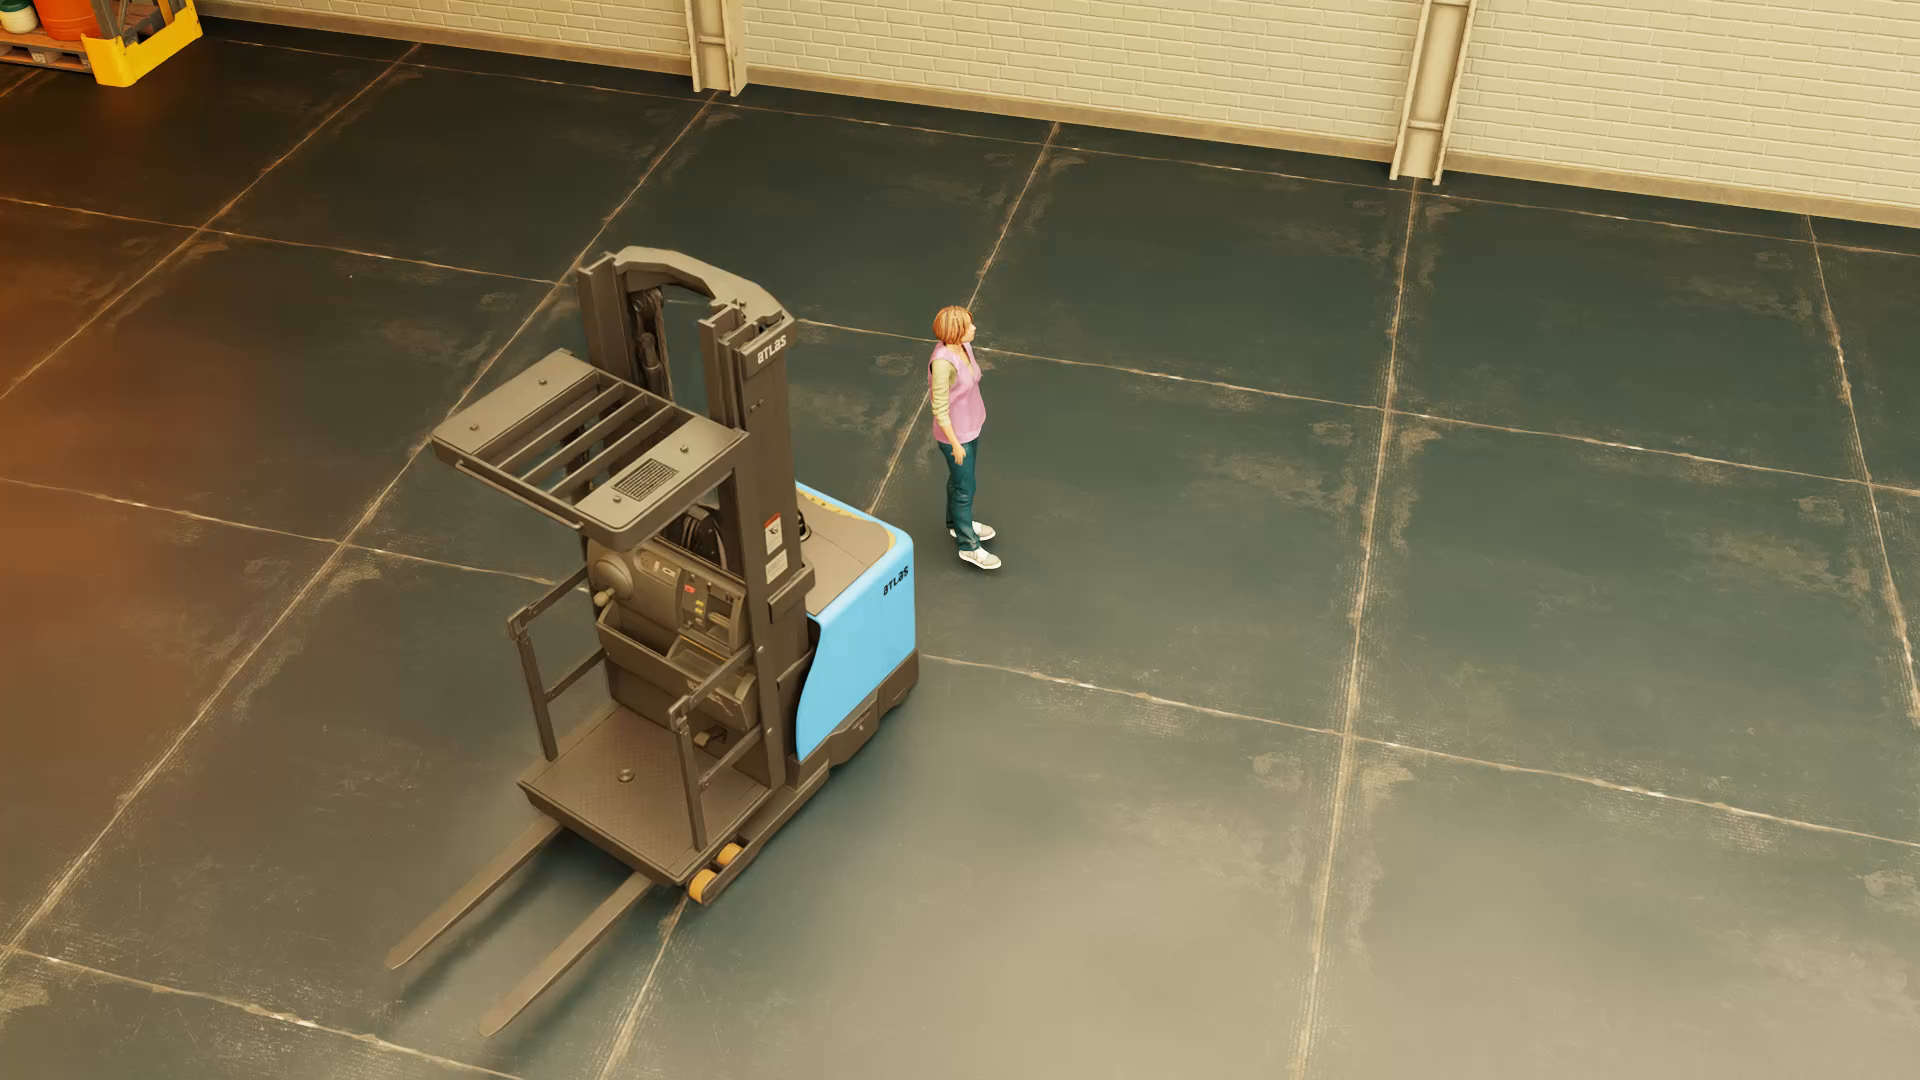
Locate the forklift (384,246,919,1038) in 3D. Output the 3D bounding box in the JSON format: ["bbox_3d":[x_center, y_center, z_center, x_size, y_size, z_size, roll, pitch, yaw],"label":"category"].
[{"bbox_3d":[-1.480,0.297,7.523,1.130,2.935,3.031,25,47,25],"label":"forklift"}]

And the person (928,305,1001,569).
[{"bbox_3d":[0.069,-0.615,9.503,0.472,1.598,0.521,10,42,11],"label":"person"}]
